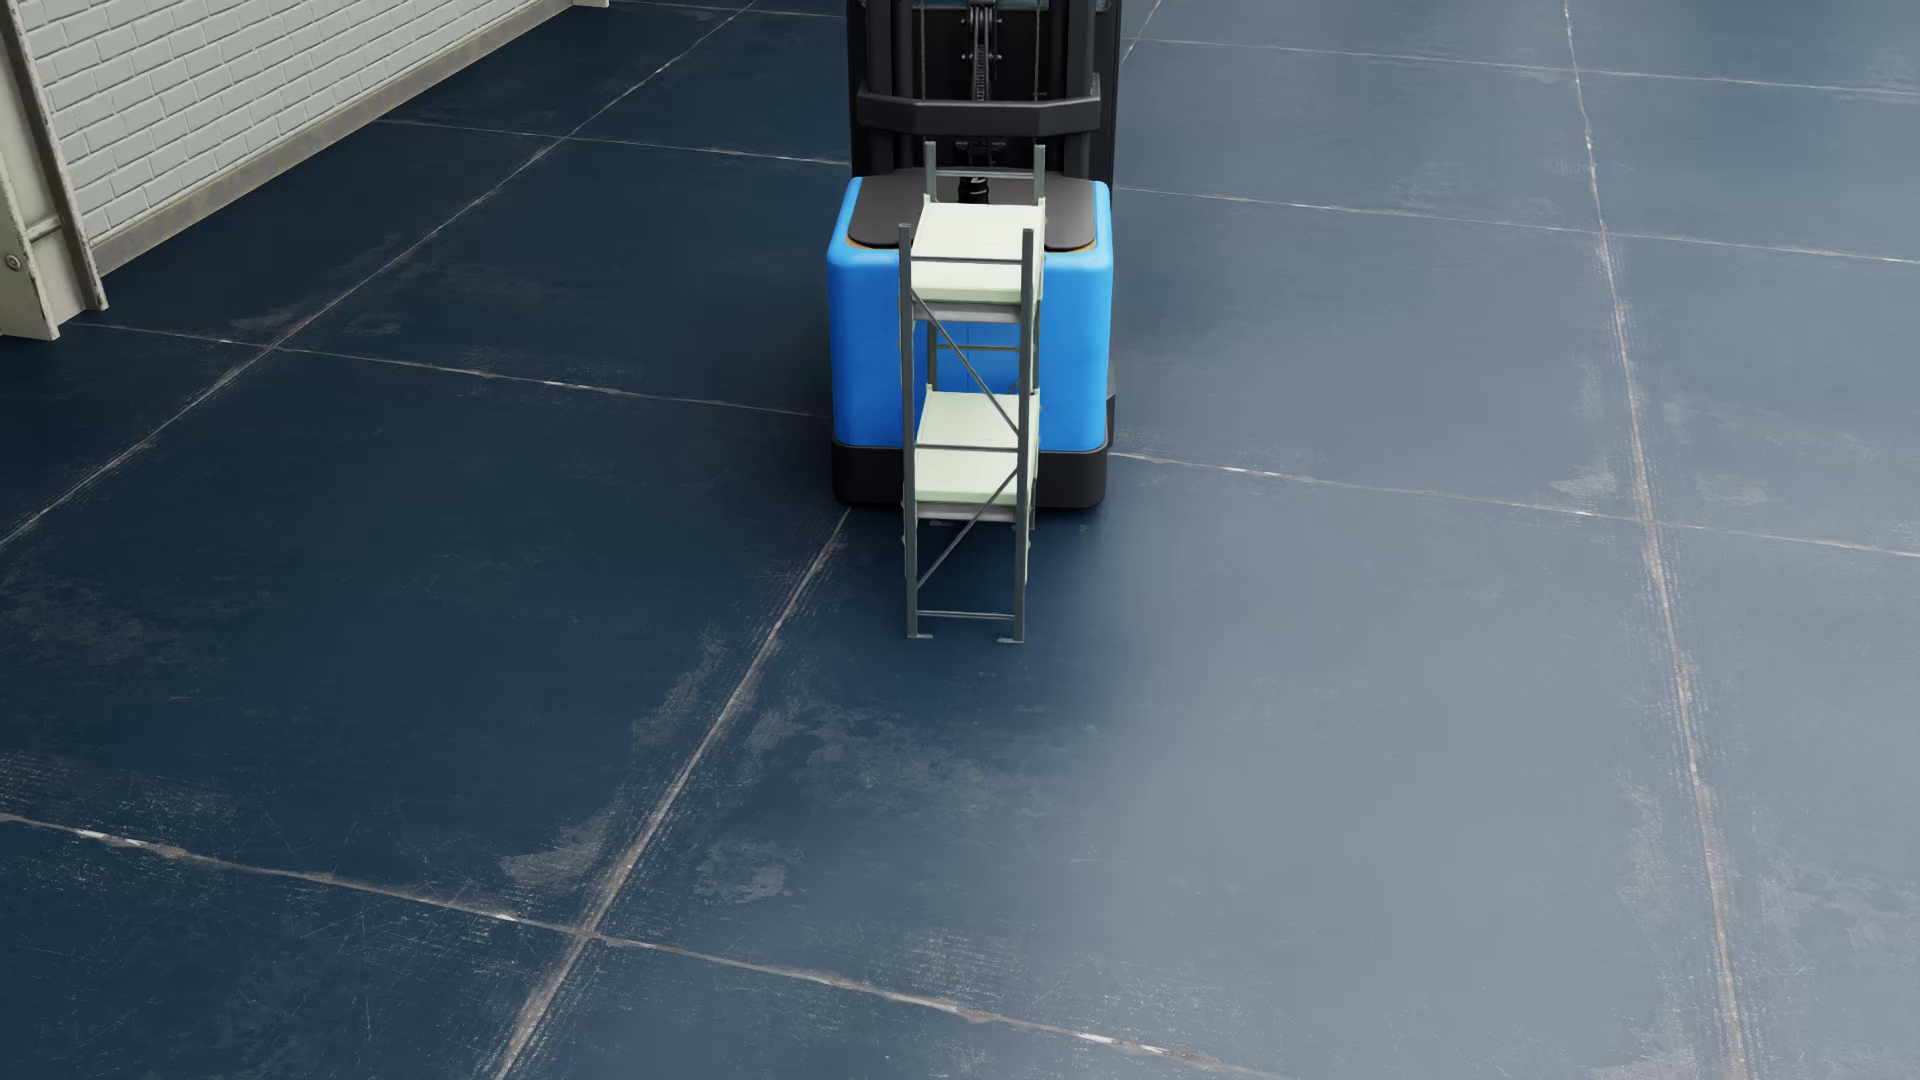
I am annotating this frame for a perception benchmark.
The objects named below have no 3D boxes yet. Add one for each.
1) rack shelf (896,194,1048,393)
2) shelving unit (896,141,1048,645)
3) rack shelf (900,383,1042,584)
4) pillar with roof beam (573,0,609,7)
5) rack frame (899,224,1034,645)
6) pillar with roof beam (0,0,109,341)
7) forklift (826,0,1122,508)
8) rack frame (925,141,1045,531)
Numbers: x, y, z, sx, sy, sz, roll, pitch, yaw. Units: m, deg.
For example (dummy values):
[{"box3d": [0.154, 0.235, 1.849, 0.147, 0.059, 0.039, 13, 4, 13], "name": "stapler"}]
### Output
[{"box3d": [0.051, -0.814, 5.406, 0.431, 0.370, 0.720, 3, 33, 4], "name": "rack shelf"}, {"box3d": [0.051, -0.485, 5.615, 0.431, 1.500, 0.755, 3, 33, 4], "name": "shelving unit"}, {"box3d": [0.051, -0.210, 5.790, 0.431, 0.370, 0.720, 3, 33, 4], "name": "rack shelf"}, {"box3d": [1.384, -7.372, 9.459, 9.100, 9.000, 0.400, 8, 33, 12], "name": "pillar with roof beam"}, {"box3d": [0.018, -0.289, 5.307, 0.400, 1.500, 0.023, 3, 33, 4], "name": "rack frame"}, {"box3d": [-0.138, -4.259, 4.561, 9.100, 9.000, 0.400, 8, 33, 12], "name": "pillar with roof beam"}, {"box3d": [0.108, -2.119, 6.851, 1.130, 2.935, 3.031, 2, 32, 3], "name": "forklift"}, {"box3d": [0.083, -0.681, 5.923, 0.400, 1.500, 0.023, 3, 33, 4], "name": "rack frame"}]
